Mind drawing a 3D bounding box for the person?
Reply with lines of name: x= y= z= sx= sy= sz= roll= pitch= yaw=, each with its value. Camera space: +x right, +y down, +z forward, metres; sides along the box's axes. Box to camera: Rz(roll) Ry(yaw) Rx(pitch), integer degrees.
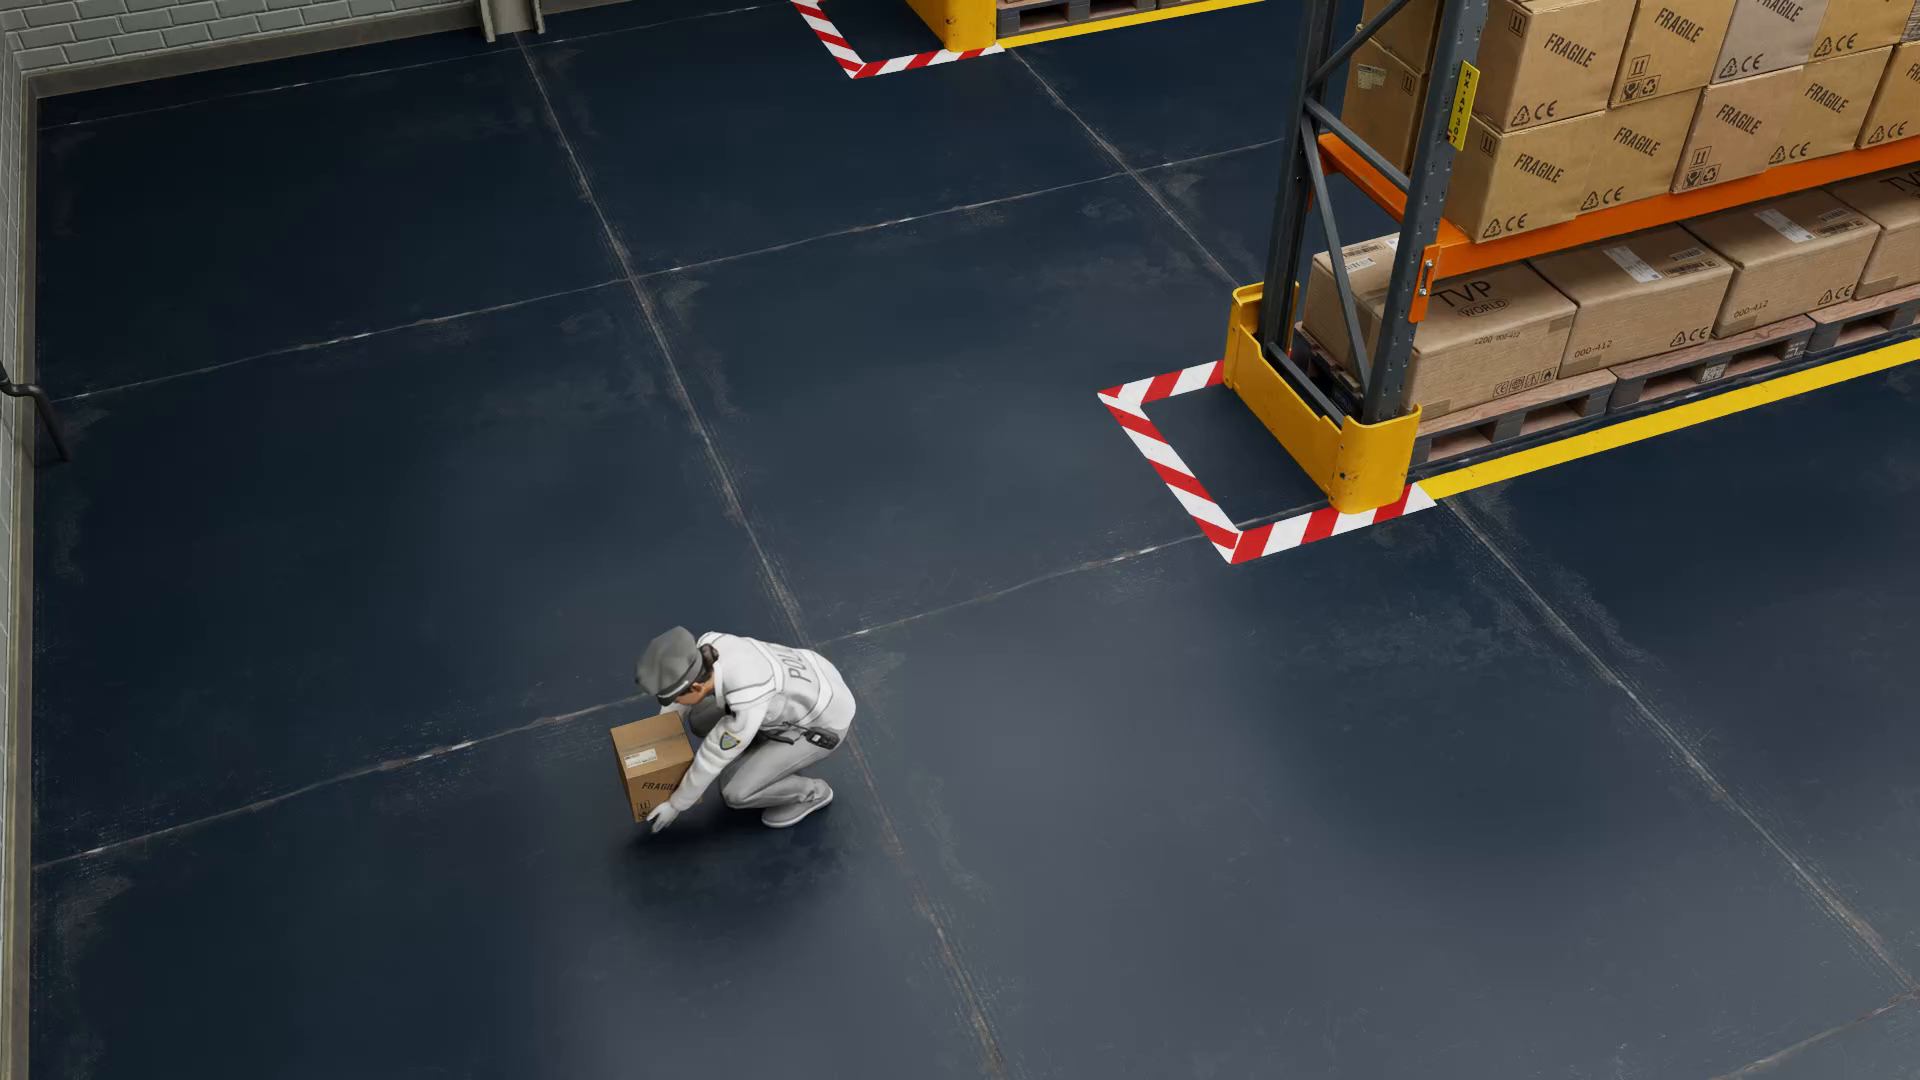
person: x=-0.794 y=0.624 z=6.001 sx=0.831 sy=0.965 sz=0.494 roll=-16 pitch=44 yaw=-17
